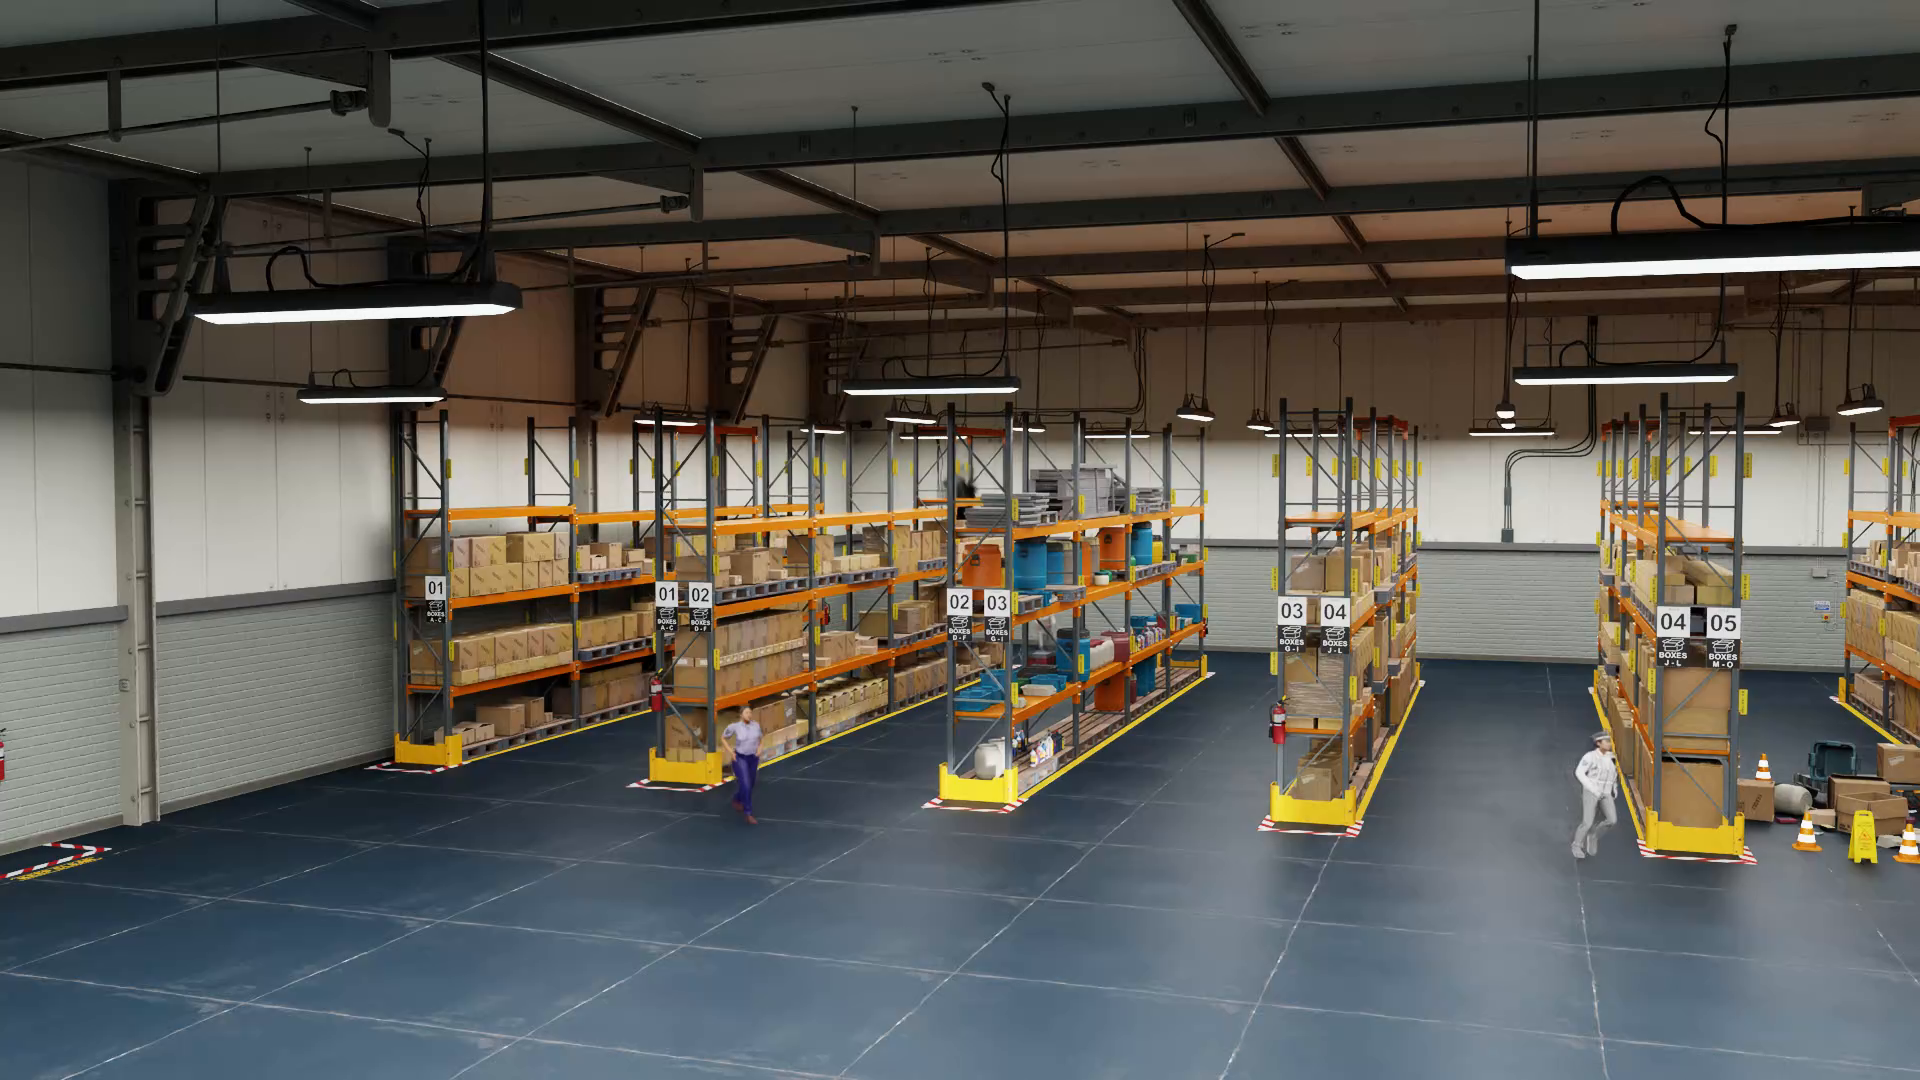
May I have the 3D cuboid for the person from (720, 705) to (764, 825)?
[{"bbox_3d":[-3.084,3.175,23.689,0.621,1.665,0.828,-2,3,-37],"label":"person"}]

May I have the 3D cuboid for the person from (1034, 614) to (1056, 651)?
[{"bbox_3d":[2.016,2.294,39.756,0.547,1.508,0.794,0,2,11],"label":"person"}]

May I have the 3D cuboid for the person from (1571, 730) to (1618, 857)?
[{"bbox_3d":[8.240,3.266,21.387,0.674,1.644,0.565,-1,3,-12],"label":"person"}]
